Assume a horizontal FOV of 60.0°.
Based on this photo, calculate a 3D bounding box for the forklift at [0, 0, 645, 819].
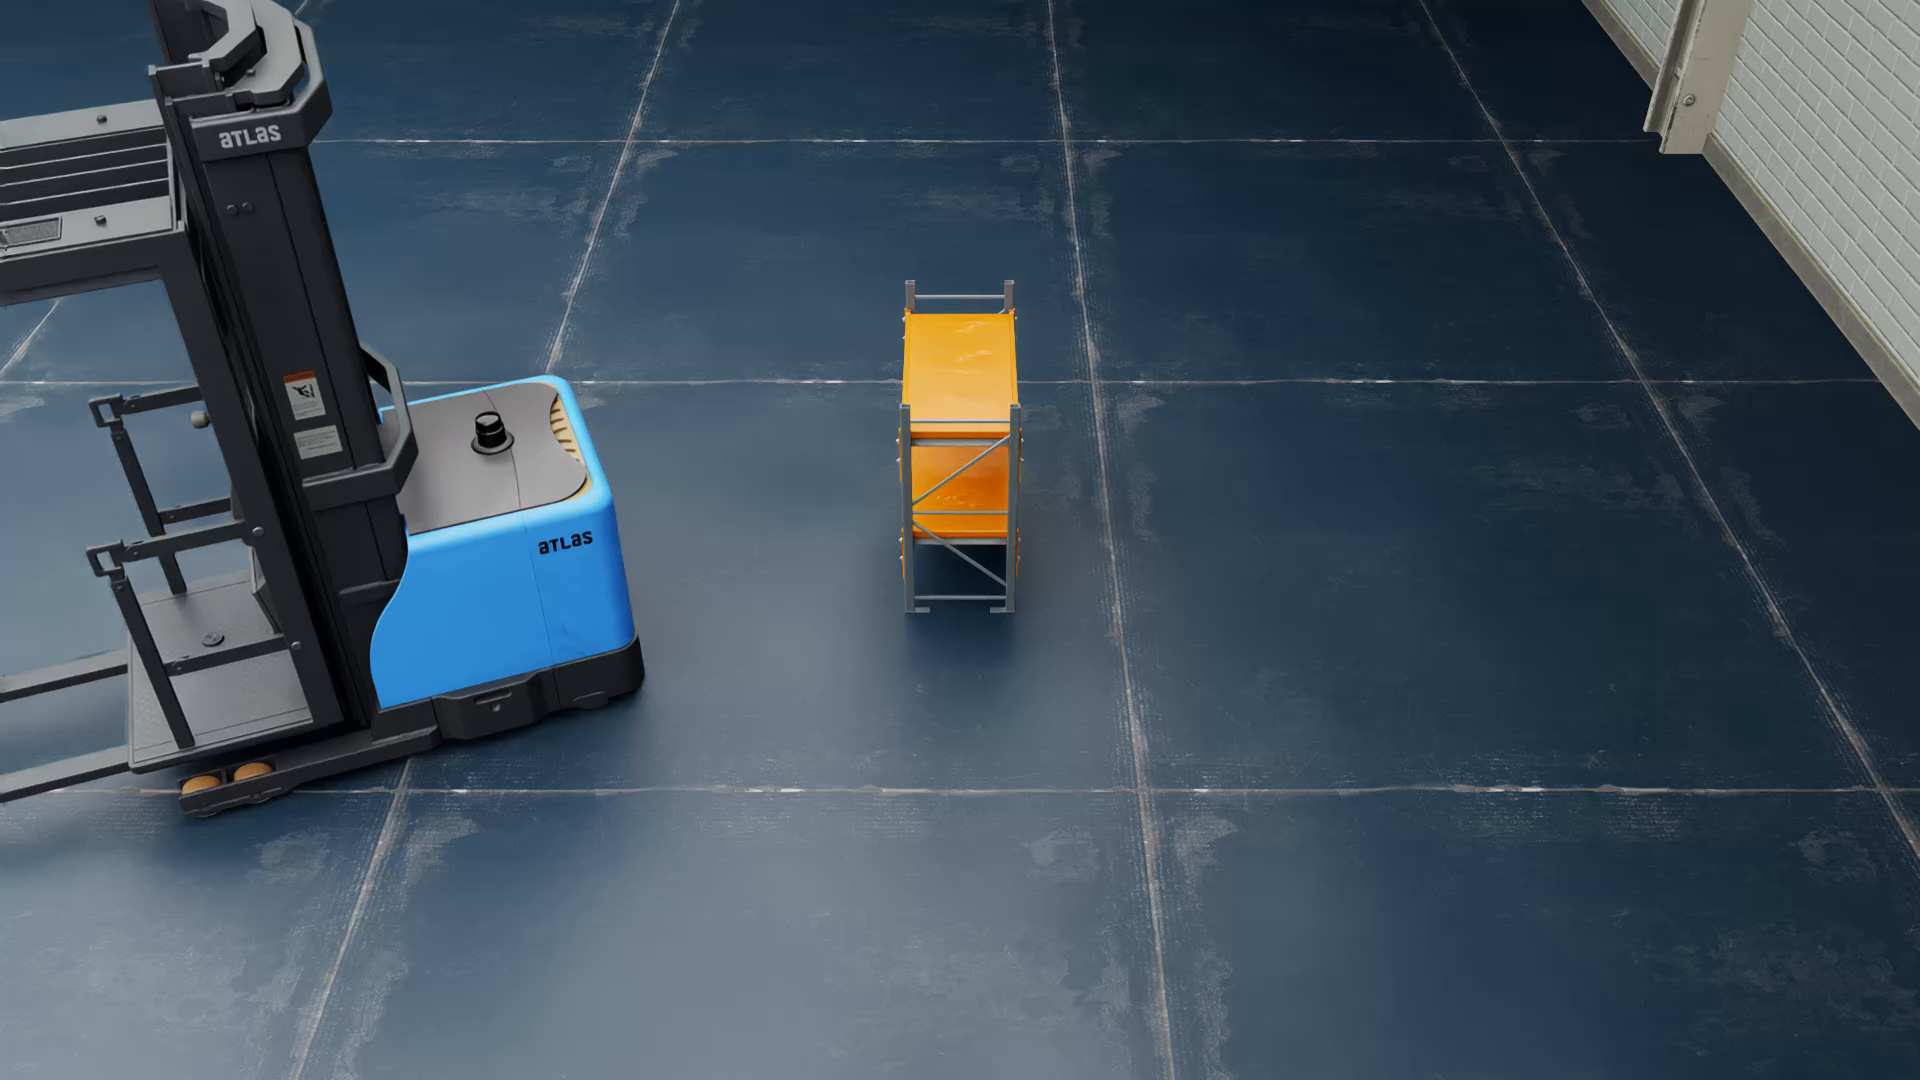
[{"bbox_3d":[-2.925,-0.418,6.173,3.031,2.935,1.130,-14,41,-17],"label":"forklift"}]

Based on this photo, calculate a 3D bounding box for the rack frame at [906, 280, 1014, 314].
[{"bbox_3d":[-0.001,-0.753,8.035,0.500,1.125,0.032,0,39,0],"label":"rack frame"}]

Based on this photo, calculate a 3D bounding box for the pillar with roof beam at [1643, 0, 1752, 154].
[{"bbox_3d":[0.600,-6.250,8.599,9.100,9.000,0.400,0,39,0],"label":"pillar with roof beam"}]

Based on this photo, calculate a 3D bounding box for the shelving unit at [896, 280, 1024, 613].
[{"bbox_3d":[0.000,-0.435,7.638,0.538,1.125,1.048,0,39,0],"label":"shelving unit"}]

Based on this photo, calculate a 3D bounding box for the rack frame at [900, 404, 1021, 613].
[{"bbox_3d":[0.001,-0.117,7.242,0.500,1.125,0.032,0,39,0],"label":"rack frame"}]

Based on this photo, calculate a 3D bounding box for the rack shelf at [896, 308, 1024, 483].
[{"bbox_3d":[0.000,-0.663,7.455,0.538,0.278,1.000,0,39,0],"label":"rack shelf"}]

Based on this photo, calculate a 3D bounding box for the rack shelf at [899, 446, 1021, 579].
[{"bbox_3d":[0.000,-0.244,7.791,0.538,0.278,1.000,0,39,0],"label":"rack shelf"}]
